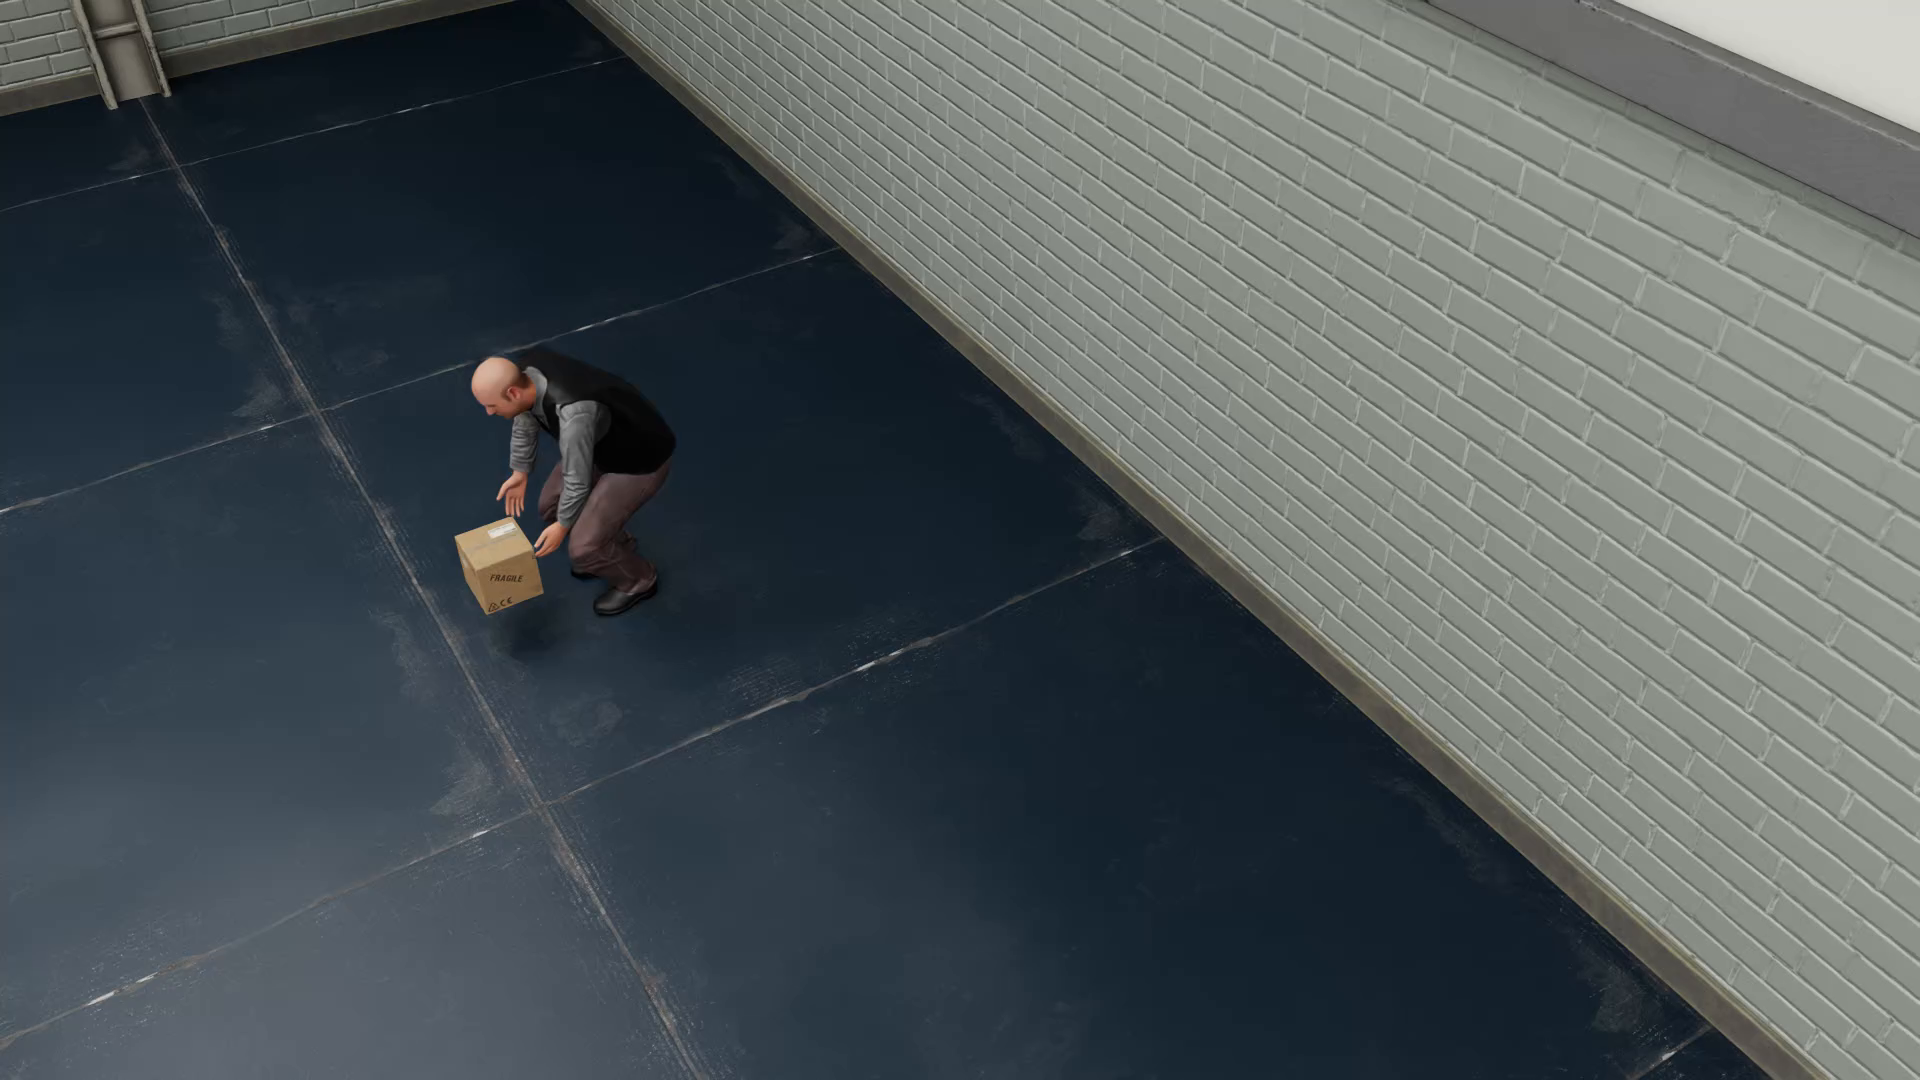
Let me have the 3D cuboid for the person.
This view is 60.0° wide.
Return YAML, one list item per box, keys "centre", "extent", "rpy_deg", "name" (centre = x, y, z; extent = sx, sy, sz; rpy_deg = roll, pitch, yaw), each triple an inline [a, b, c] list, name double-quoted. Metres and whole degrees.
- centre: [-1.529, -0.274, 6.811]
  extent: [0.754, 1.318, 0.590]
  rpy_deg: [-22, 45, -24]
  name: "person"
